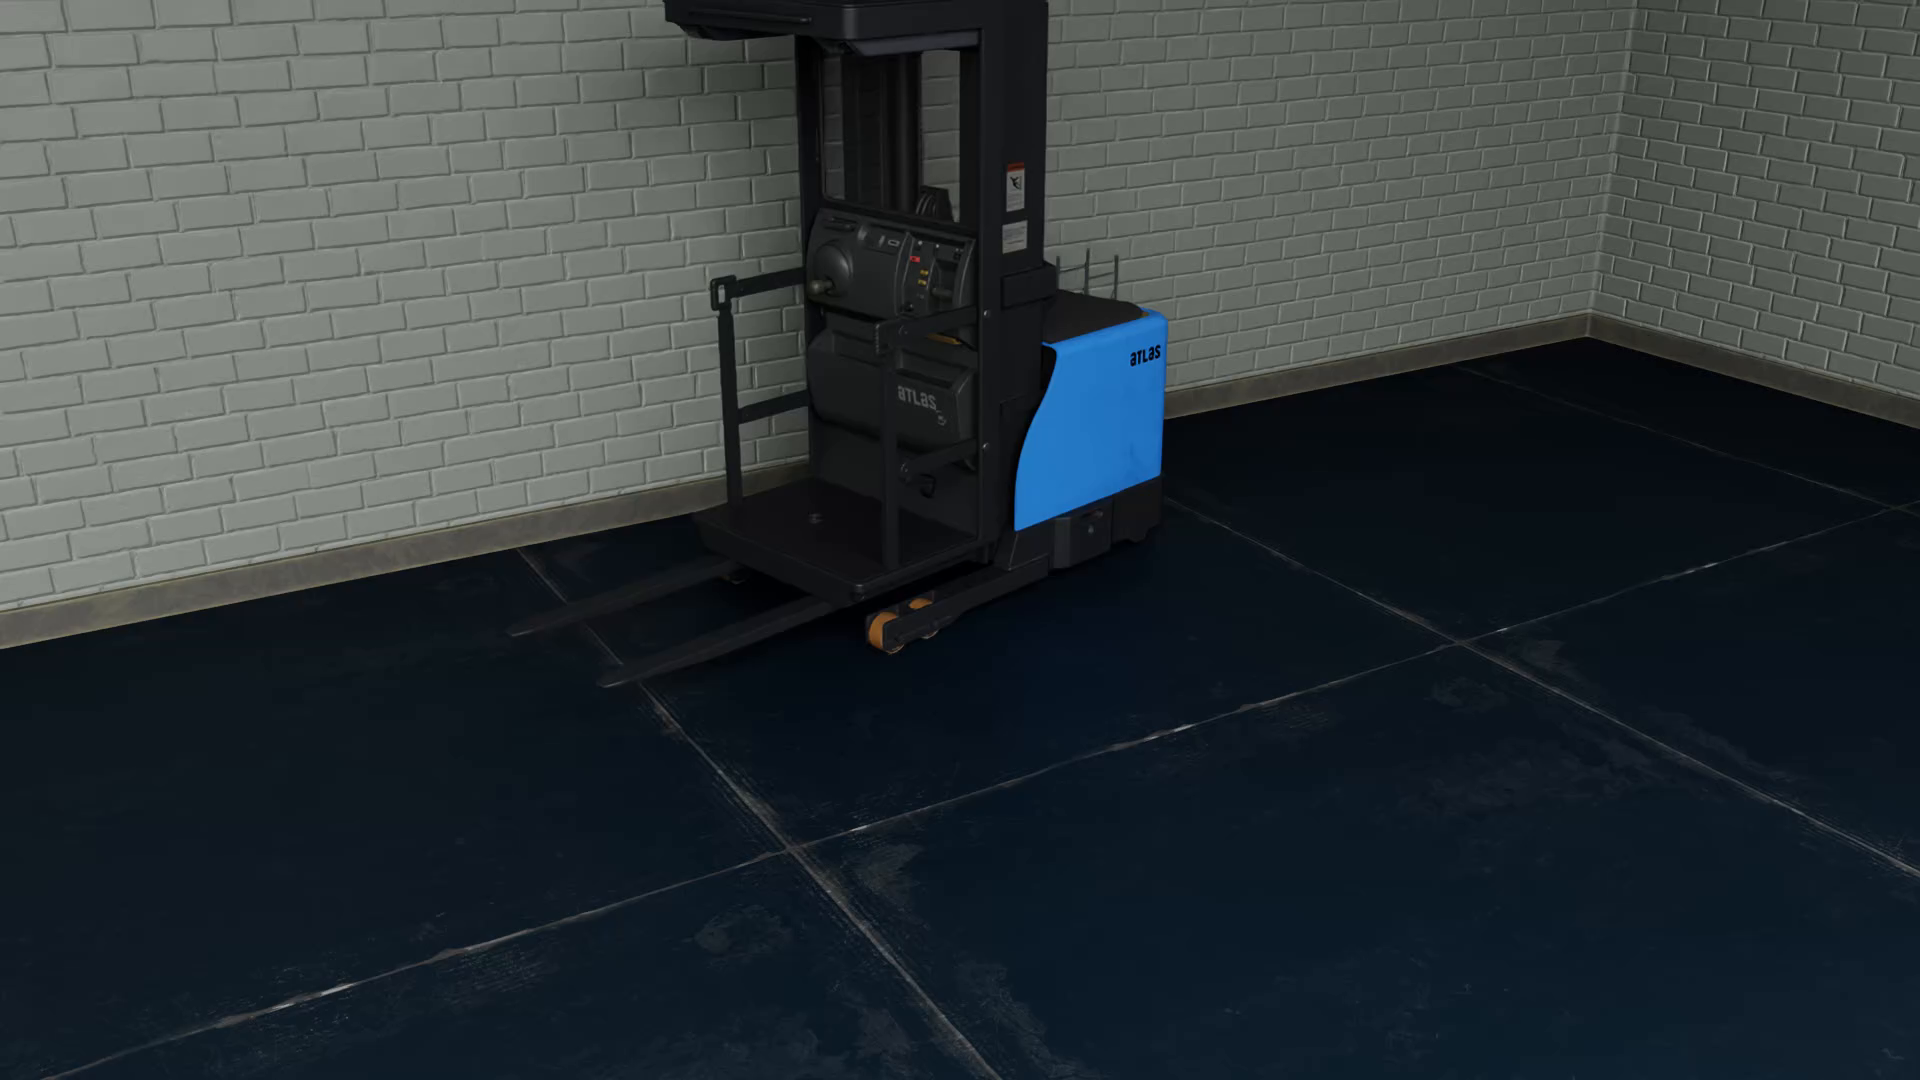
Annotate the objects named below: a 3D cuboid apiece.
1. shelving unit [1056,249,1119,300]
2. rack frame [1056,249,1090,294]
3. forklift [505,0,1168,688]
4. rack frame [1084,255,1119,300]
[{"bbox_3d":[0.609,-0.809,8.206,0.189,1.200,0.258,20,29,41],"label":"shelving unit"},{"bbox_3d":[0.544,-0.834,8.266,0.006,1.200,0.240,20,29,41],"label":"rack frame"},{"bbox_3d":[-0.441,-1.119,6.673,1.130,2.935,3.031,20,30,41],"label":"forklift"},{"bbox_3d":[0.675,-0.785,8.147,0.006,1.200,0.240,20,29,41],"label":"rack frame"}]
